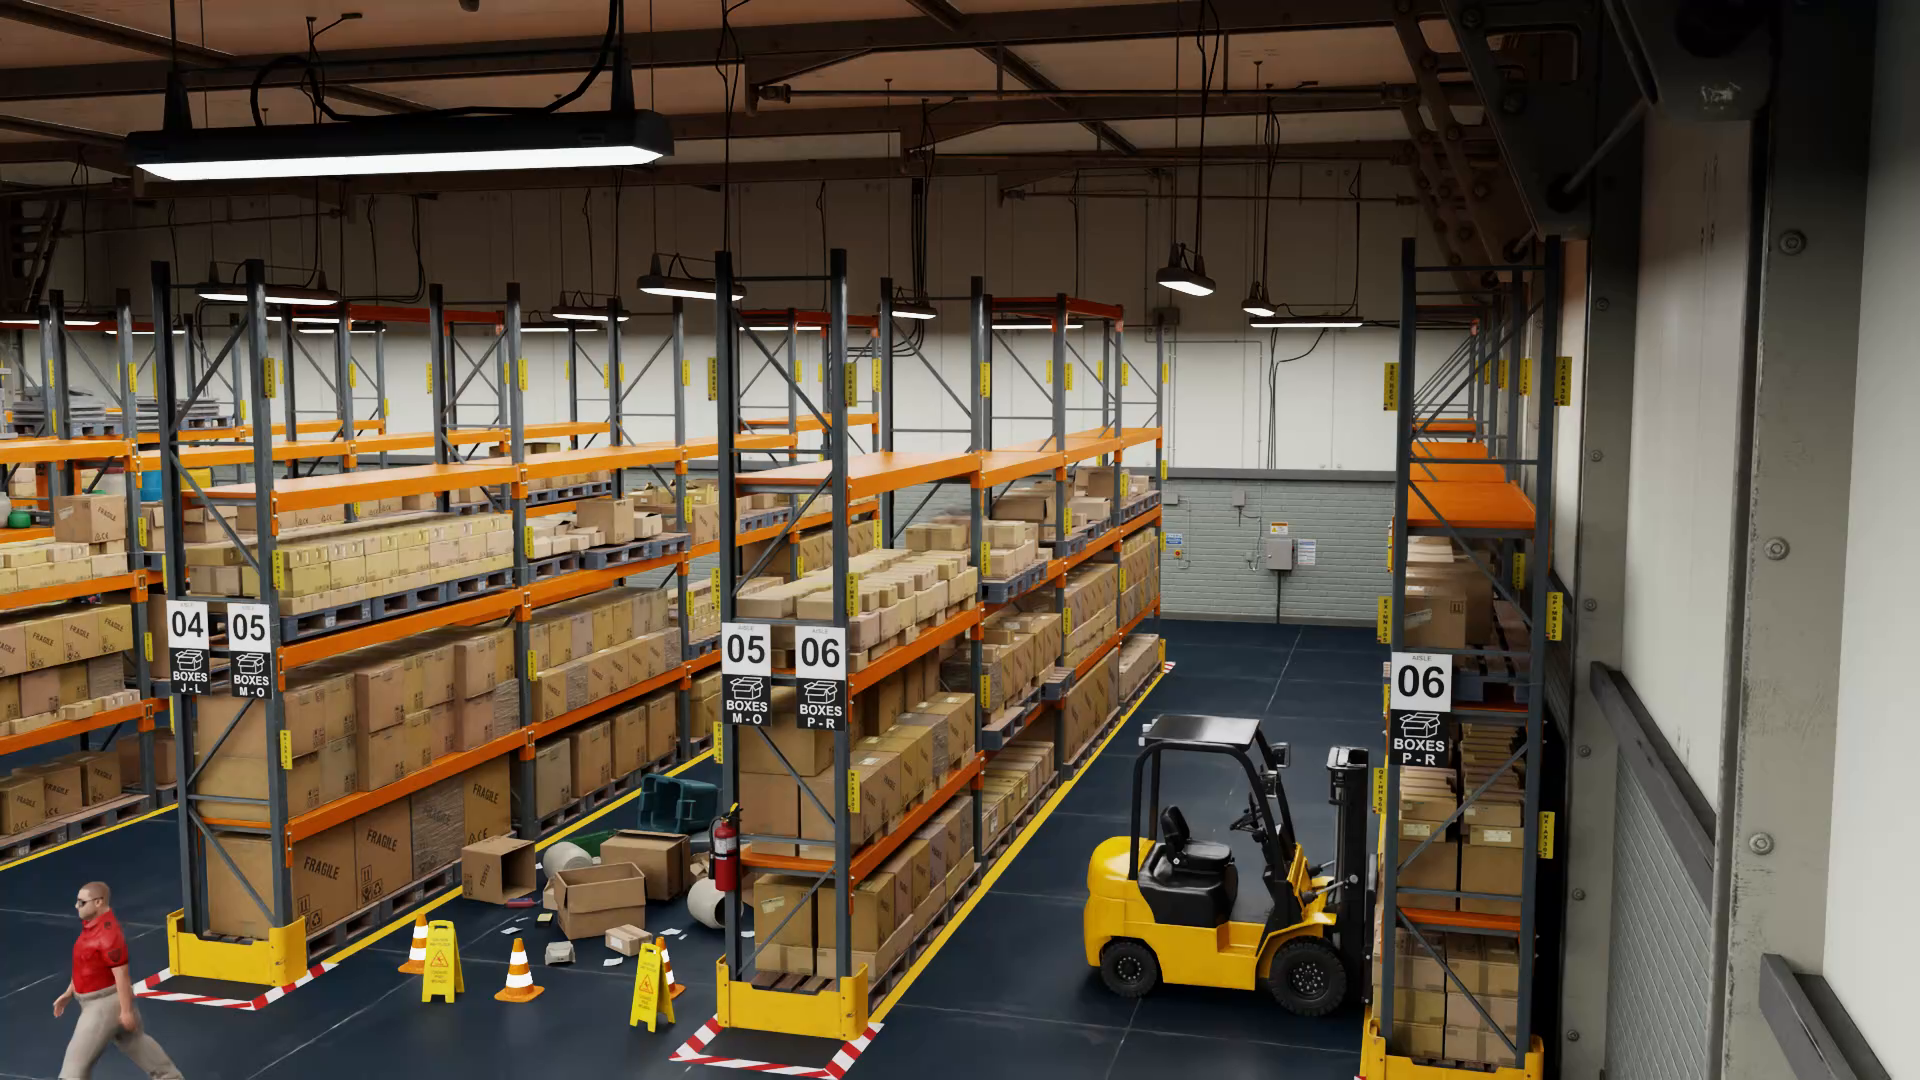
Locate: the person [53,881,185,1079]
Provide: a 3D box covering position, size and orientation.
[{"bbox_3d":[-5.864,3.129,11.260,1.109,1.655,0.578,-3,7,-28],"label":"person"}]
